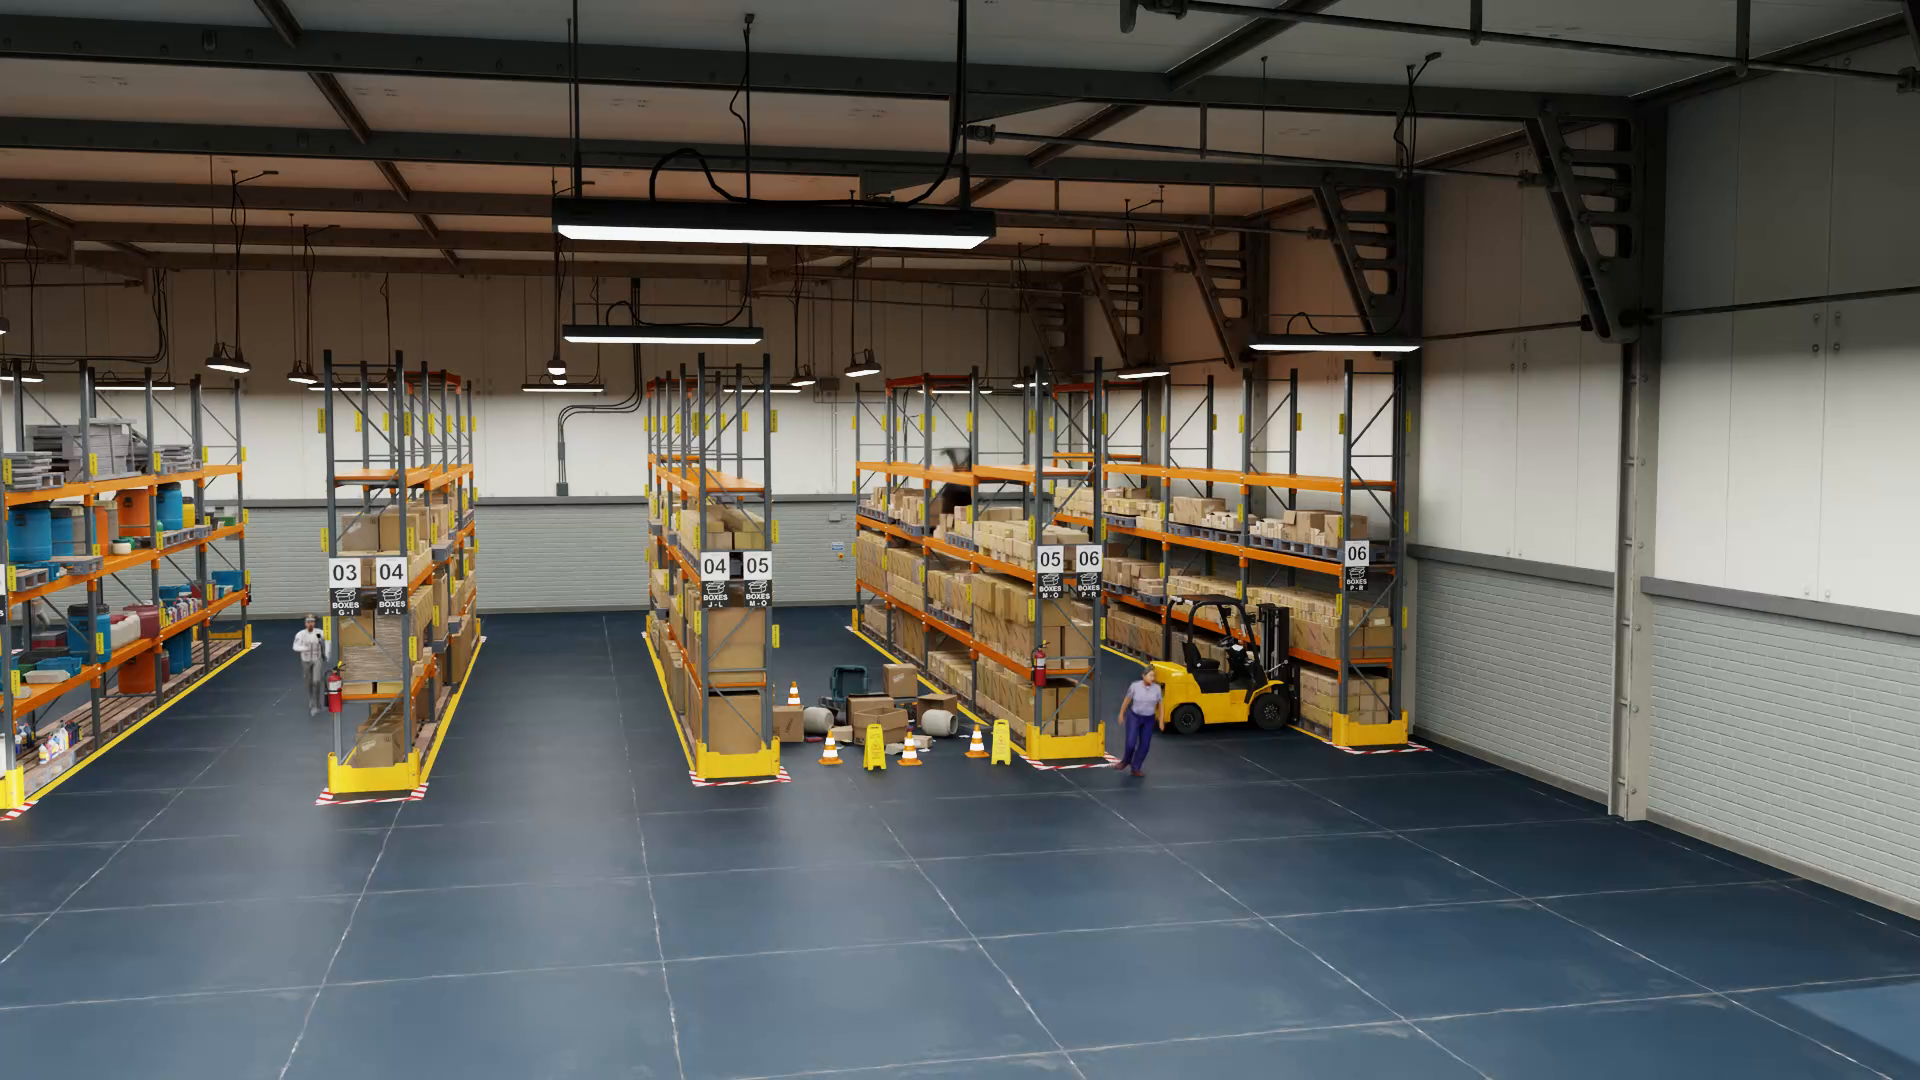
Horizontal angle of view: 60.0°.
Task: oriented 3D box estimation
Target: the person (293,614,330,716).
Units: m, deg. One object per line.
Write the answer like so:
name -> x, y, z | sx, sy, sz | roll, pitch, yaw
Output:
person -> -11.276, 2.139, 28.922 | 0.553, 1.740, 0.846 | -1, 4, -13

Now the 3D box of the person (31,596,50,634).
person -> -20.806, 1.653, 37.324 | 0.691, 1.585, 0.678 | 0, 4, 7

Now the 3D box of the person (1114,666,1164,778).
person -> 2.546, 2.580, 23.573 | 0.651, 1.589, 0.534 | -1, 4, -10
